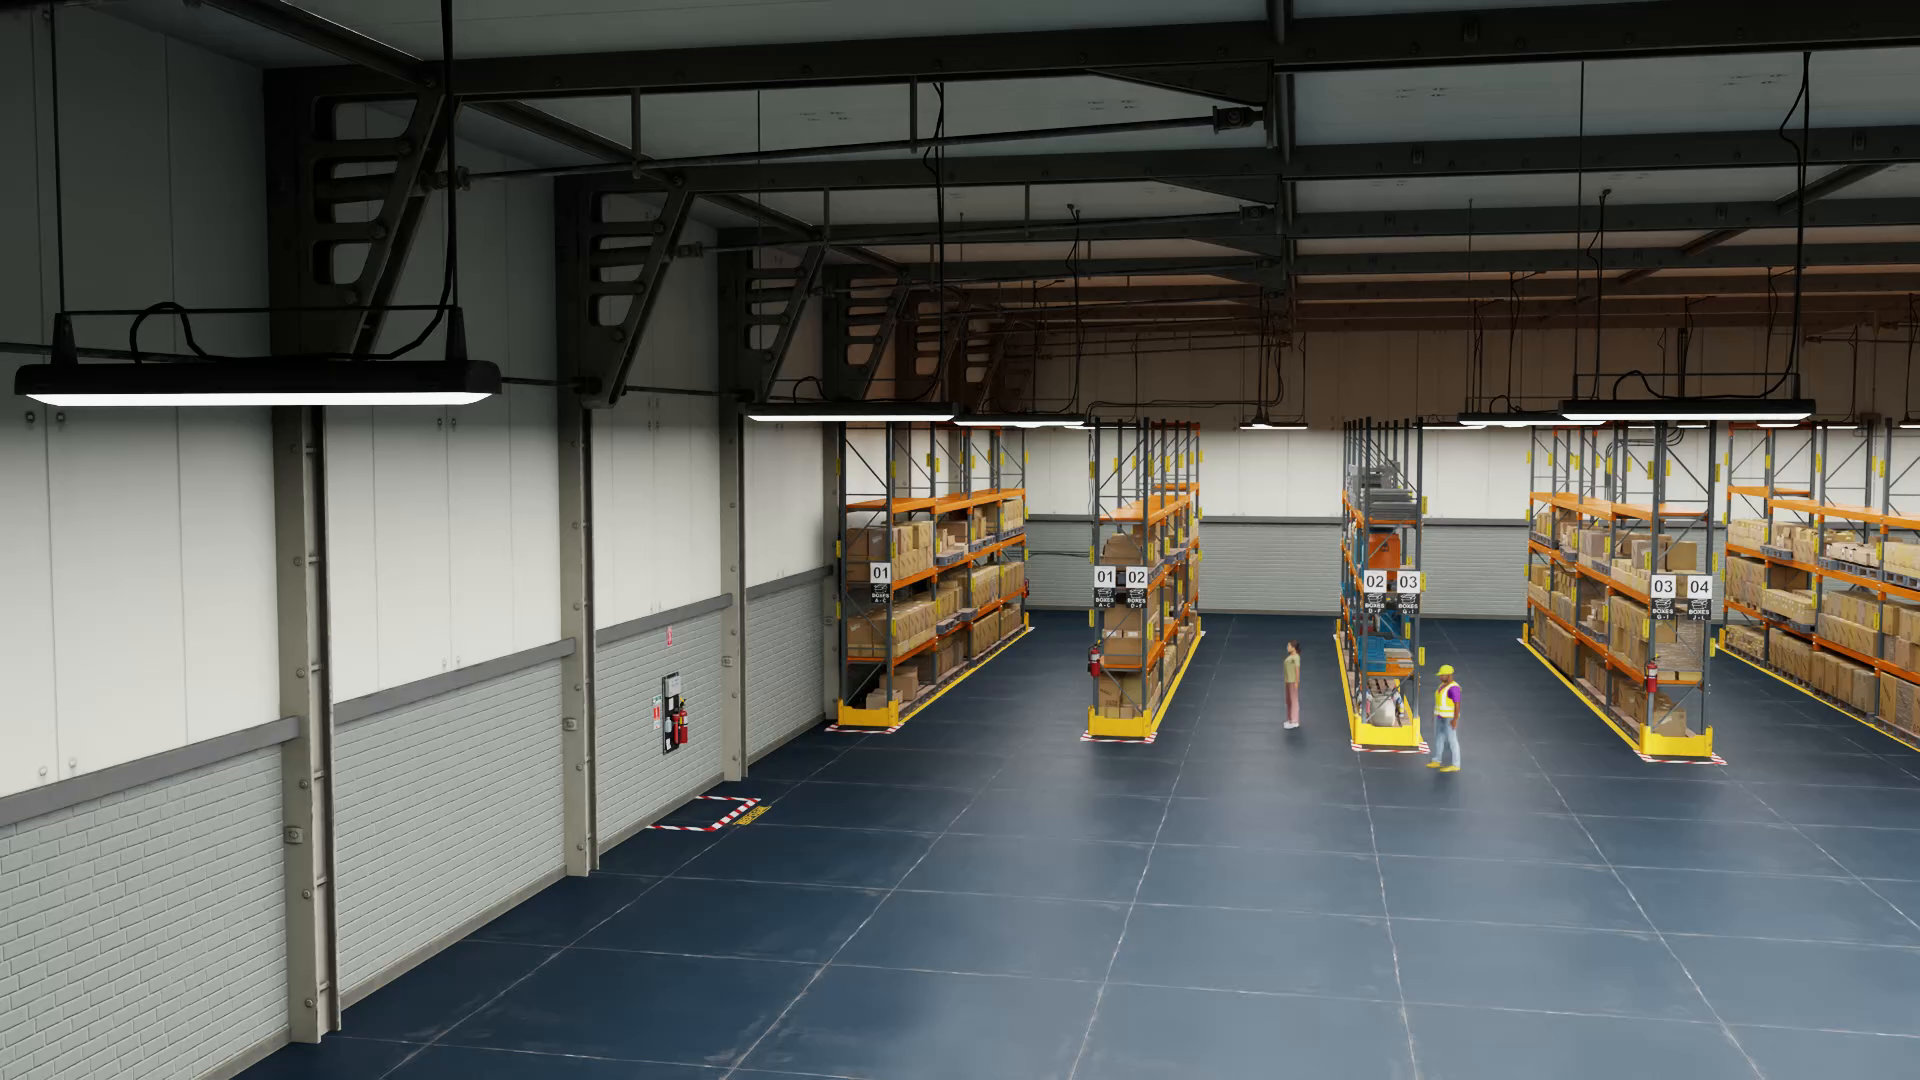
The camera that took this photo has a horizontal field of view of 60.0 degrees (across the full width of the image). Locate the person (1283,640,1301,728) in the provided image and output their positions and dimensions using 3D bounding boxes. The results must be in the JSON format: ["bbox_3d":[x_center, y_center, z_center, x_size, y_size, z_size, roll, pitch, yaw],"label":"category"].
[{"bbox_3d":[6.445,2.791,32.345,0.421,1.679,0.525,0,4,-7],"label":"person"}]

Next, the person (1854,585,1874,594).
[{"bbox_3d":[24.823,1.910,45.627,0.613,1.729,0.414,3,4,34],"label":"person"}]

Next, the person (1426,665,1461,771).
[{"bbox_3d":[8.196,3.002,28.216,0.472,1.765,0.648,-2,4,-23],"label":"person"}]
